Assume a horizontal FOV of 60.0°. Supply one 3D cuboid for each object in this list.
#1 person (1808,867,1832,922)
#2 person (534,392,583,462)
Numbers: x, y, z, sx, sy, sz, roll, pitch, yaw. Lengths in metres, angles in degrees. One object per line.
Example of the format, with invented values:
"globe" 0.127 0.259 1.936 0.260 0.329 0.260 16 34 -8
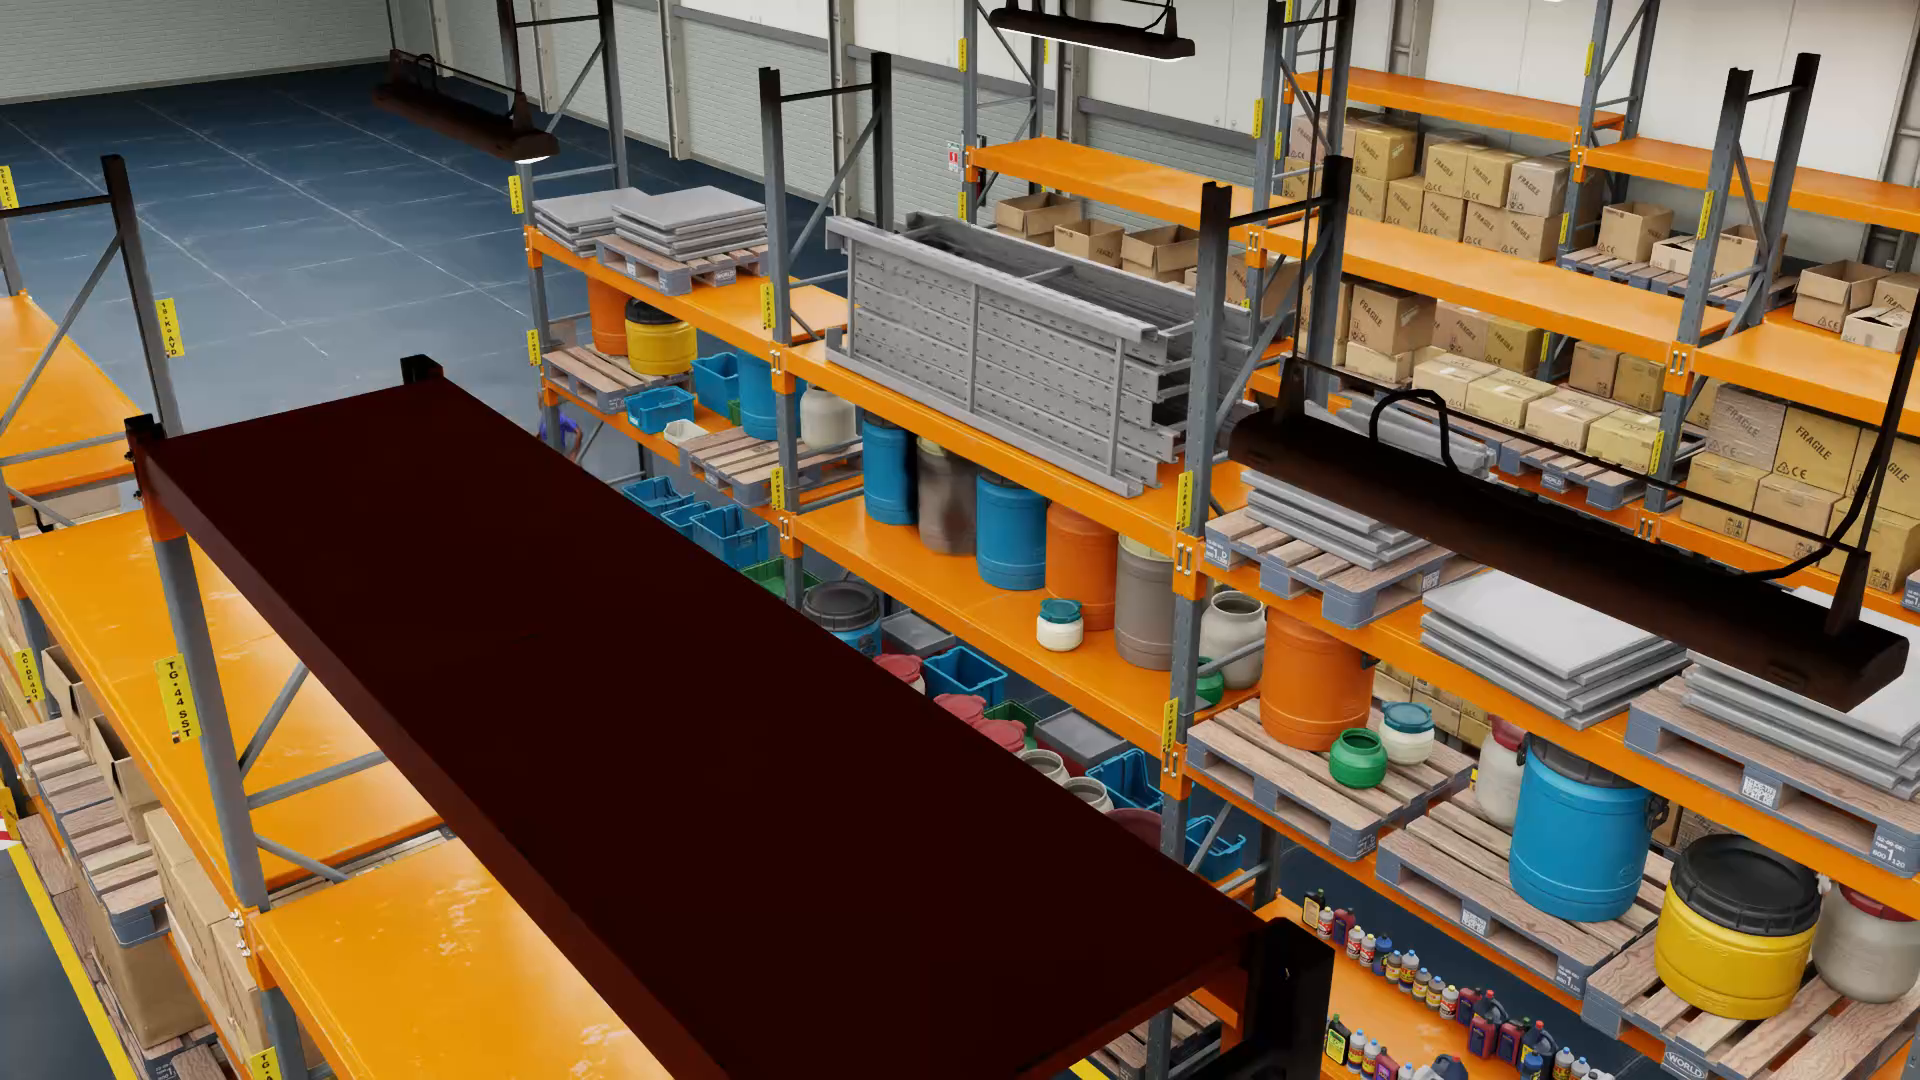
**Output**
"person" 5.542 2.678 10.918 0.628 1.604 0.560 17 31 31
"person" -4.312 -0.855 18.095 0.845 1.694 0.533 -5 26 -11
